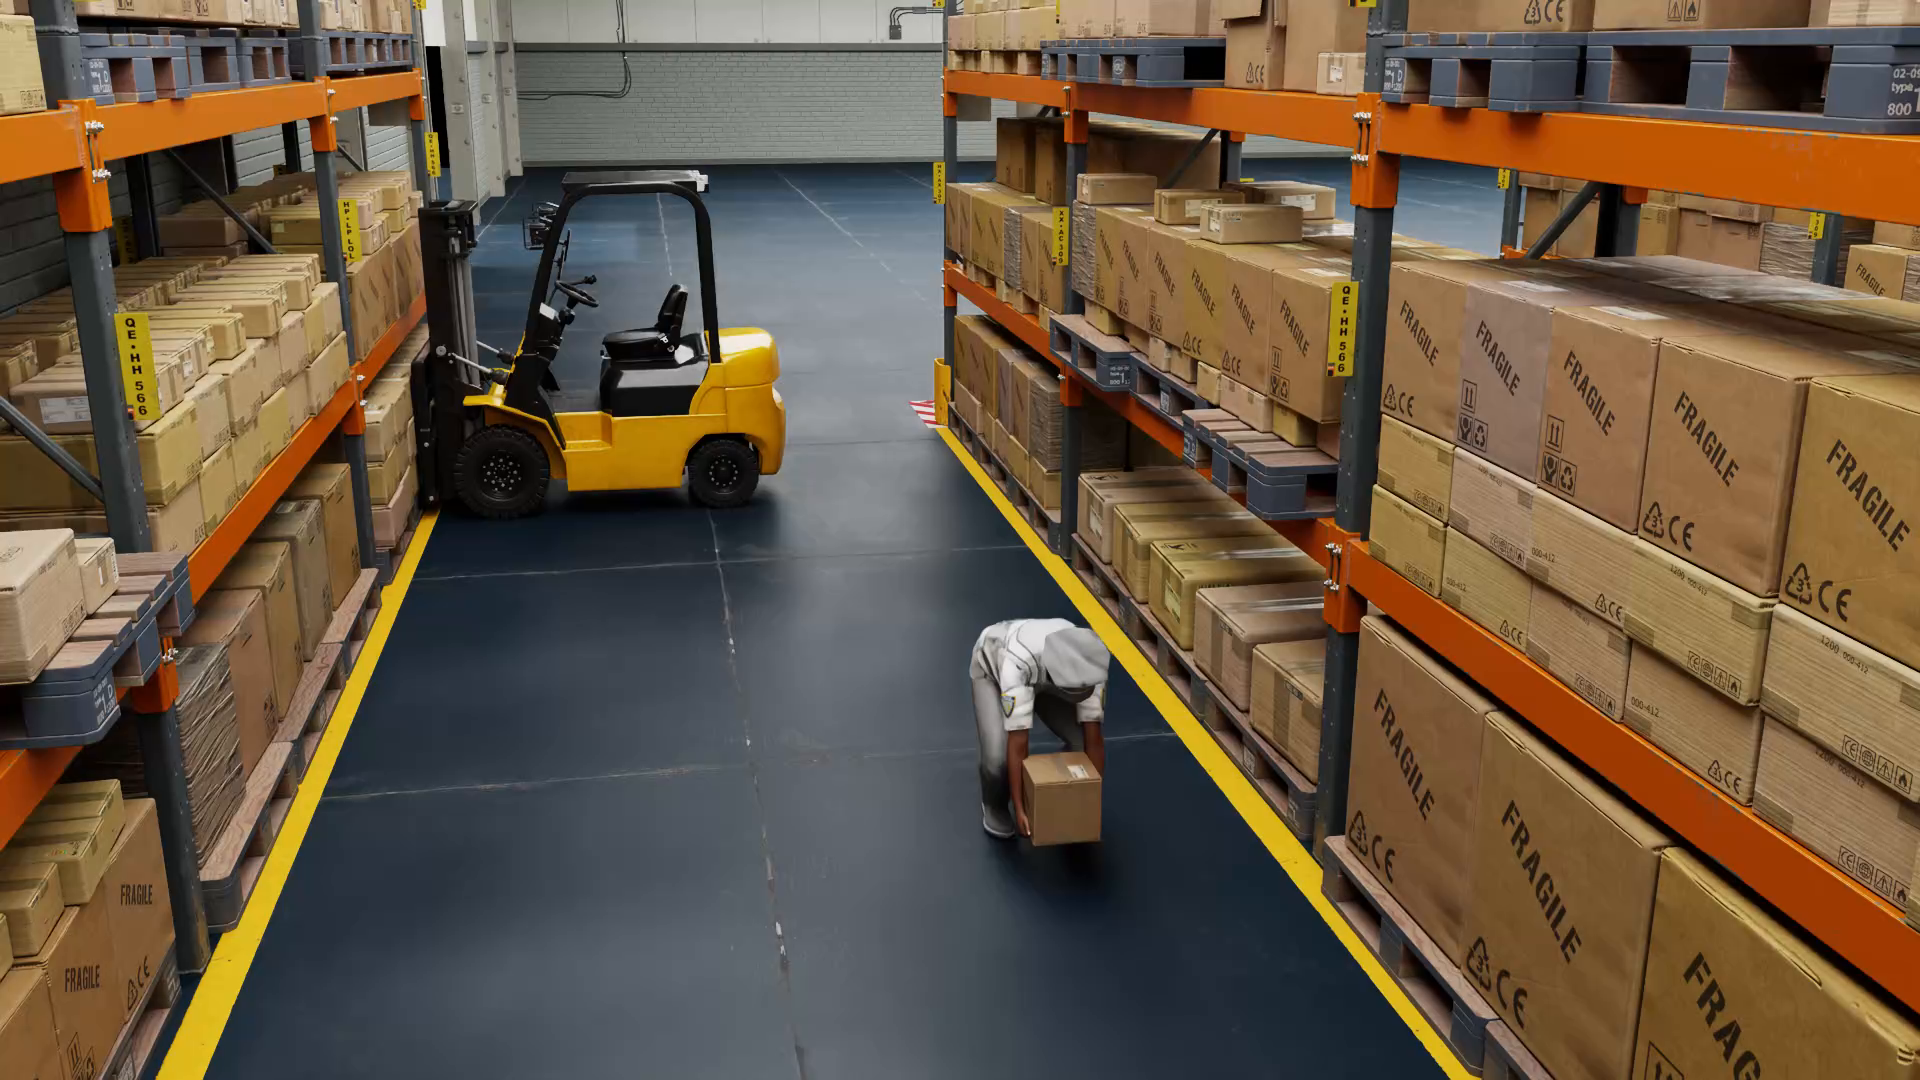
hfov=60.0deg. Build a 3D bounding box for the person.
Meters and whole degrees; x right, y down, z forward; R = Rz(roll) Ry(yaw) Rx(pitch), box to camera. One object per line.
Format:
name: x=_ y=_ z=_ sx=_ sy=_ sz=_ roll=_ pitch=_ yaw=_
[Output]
person: x=0.312 y=0.707 z=6.368 sx=0.470 sy=0.977 sz=0.912 roll=-4 pitch=17 yaw=-12
